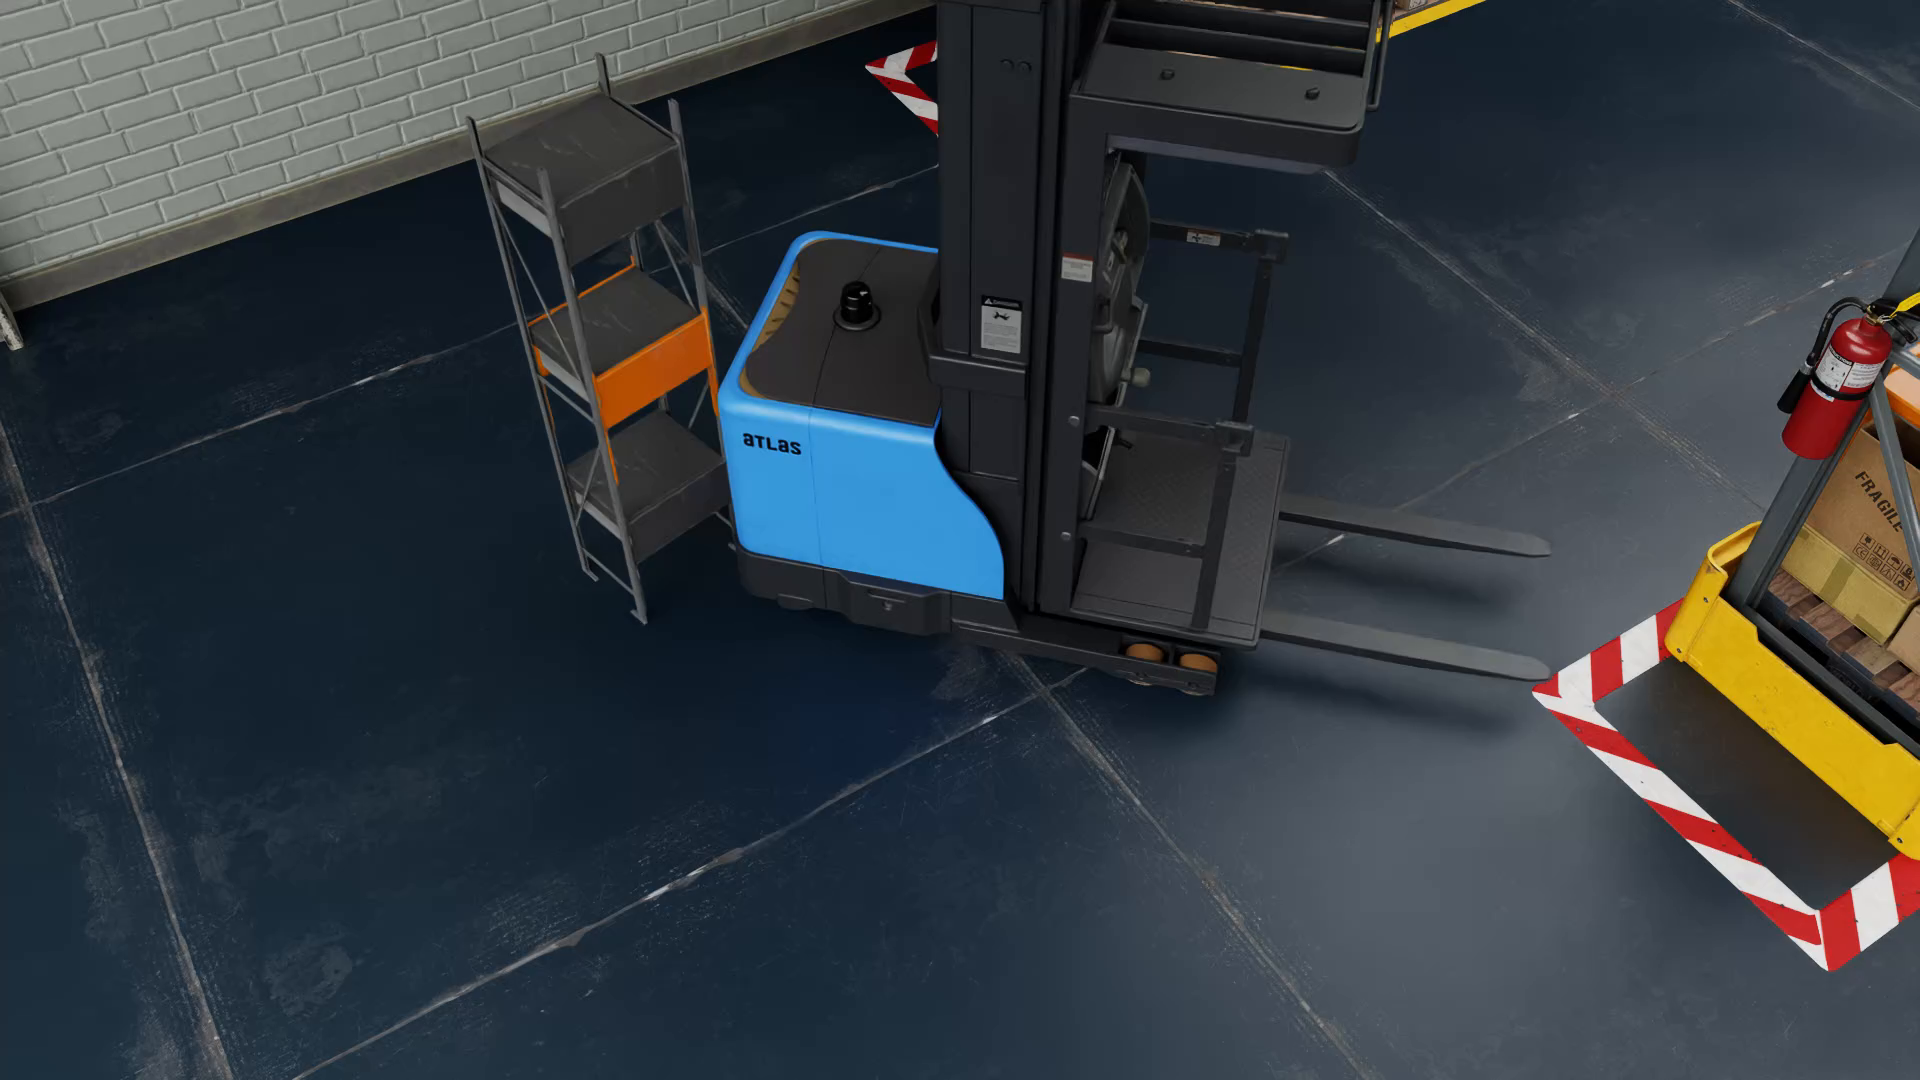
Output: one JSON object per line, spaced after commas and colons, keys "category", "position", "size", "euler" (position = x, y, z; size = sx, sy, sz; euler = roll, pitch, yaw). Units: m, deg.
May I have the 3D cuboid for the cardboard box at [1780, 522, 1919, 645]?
{"category": "cardboard box", "position": [3.435, 0.050, 6.202], "size": [0.500, 0.250, 0.500], "euler": [-25, 53, -21]}

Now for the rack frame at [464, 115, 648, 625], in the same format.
{"category": "rack frame", "position": [-1.350, -0.480, 5.716], "size": [0.400, 2.100, 0.015], "euler": [37, 58, 28]}

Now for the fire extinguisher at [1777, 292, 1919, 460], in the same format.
{"category": "fire extinguisher", "position": [2.791, -0.545, 5.224], "size": [0.183, 0.674, 0.296], "euler": [-25, 53, -21]}

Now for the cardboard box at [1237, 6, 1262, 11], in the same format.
{"category": "cardboard box", "position": [1.608, -3.150, 8.997], "size": [0.500, 0.311, 0.500], "euler": [-21, 52, -18]}

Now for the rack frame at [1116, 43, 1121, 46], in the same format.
{"category": "rack frame", "position": [0.493, -3.451, 7.760], "size": [0.127, 3.000, 1.000], "euler": [-25, 53, -21]}

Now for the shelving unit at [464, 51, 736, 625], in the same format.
{"category": "shelving unit", "position": [-1.178, -0.609, 5.832], "size": [0.431, 2.100, 0.503], "euler": [37, 58, 28]}

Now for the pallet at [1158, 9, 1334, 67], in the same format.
{"category": "pallet", "position": [1.263, -2.856, 9.097], "size": [1.213, 0.211, 1.003], "euler": [-25, 53, -21]}

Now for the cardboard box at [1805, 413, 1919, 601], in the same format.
{"category": "cardboard box", "position": [3.434, -0.200, 5.923], "size": [0.500, 0.500, 0.500], "euler": [-25, 53, -21]}

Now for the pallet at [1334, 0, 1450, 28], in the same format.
{"category": "pallet", "position": [2.294, -3.339, 9.527], "size": [1.213, 0.211, 1.003], "euler": [-25, 53, -21]}

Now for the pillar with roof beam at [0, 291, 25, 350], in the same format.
{"category": "pillar with roof beam", "position": [-2.154, -1.162, 1.704], "size": [0.400, 9.000, 9.100], "euler": [-25, 53, -21]}

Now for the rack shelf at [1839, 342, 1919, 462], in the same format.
{"category": "rack shelf", "position": [4.831, -0.882, 5.954], "size": [4.000, 0.370, 1.077], "euler": [-25, 53, -21]}

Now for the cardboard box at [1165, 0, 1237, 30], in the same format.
{"category": "cardboard box", "position": [1.126, -2.922, 8.795], "size": [0.500, 0.311, 0.500], "euler": [-31, 55, -25]}

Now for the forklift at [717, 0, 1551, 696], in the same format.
{"category": "forklift", "position": [0.719, -0.838, 5.479], "size": [3.031, 2.935, 1.130], "euler": [10, 49, 9]}

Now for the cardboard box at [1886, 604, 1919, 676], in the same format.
{"category": "cardboard box", "position": [3.712, 0.377, 5.911], "size": [0.500, 0.250, 0.500], "euler": [-25, 53, -21]}

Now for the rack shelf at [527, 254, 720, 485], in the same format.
{"category": "rack shelf", "position": [-1.178, -0.600, 5.842], "size": [0.431, 0.518, 0.480], "euler": [37, 58, 28]}

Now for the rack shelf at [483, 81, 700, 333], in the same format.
{"category": "rack shelf", "position": [-1.178, -1.065, 5.319], "size": [0.431, 0.518, 0.480], "euler": [37, 58, 28]}

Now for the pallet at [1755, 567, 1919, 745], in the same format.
{"category": "pallet", "position": [3.764, 0.272, 6.312], "size": [1.213, 0.211, 1.003], "euler": [-25, 53, -21]}

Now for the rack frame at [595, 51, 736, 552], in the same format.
{"category": "rack frame", "position": [-1.006, -0.738, 5.947], "size": [0.400, 2.100, 0.015], "euler": [37, 58, 28]}

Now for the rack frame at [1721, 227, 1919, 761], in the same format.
{"category": "rack frame", "position": [3.139, -0.324, 4.975], "size": [0.127, 3.000, 1.000], "euler": [-25, 53, -21]}

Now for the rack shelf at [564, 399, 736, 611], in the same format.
{"category": "rack shelf", "position": [-1.178, -0.134, 6.364], "size": [0.431, 0.518, 0.480], "euler": [37, 58, 28]}

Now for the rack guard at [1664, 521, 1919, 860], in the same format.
{"category": "rack guard", "position": [3.119, 0.517, 5.900], "size": [0.348, 0.500, 1.175], "euler": [-25, 53, -21]}
